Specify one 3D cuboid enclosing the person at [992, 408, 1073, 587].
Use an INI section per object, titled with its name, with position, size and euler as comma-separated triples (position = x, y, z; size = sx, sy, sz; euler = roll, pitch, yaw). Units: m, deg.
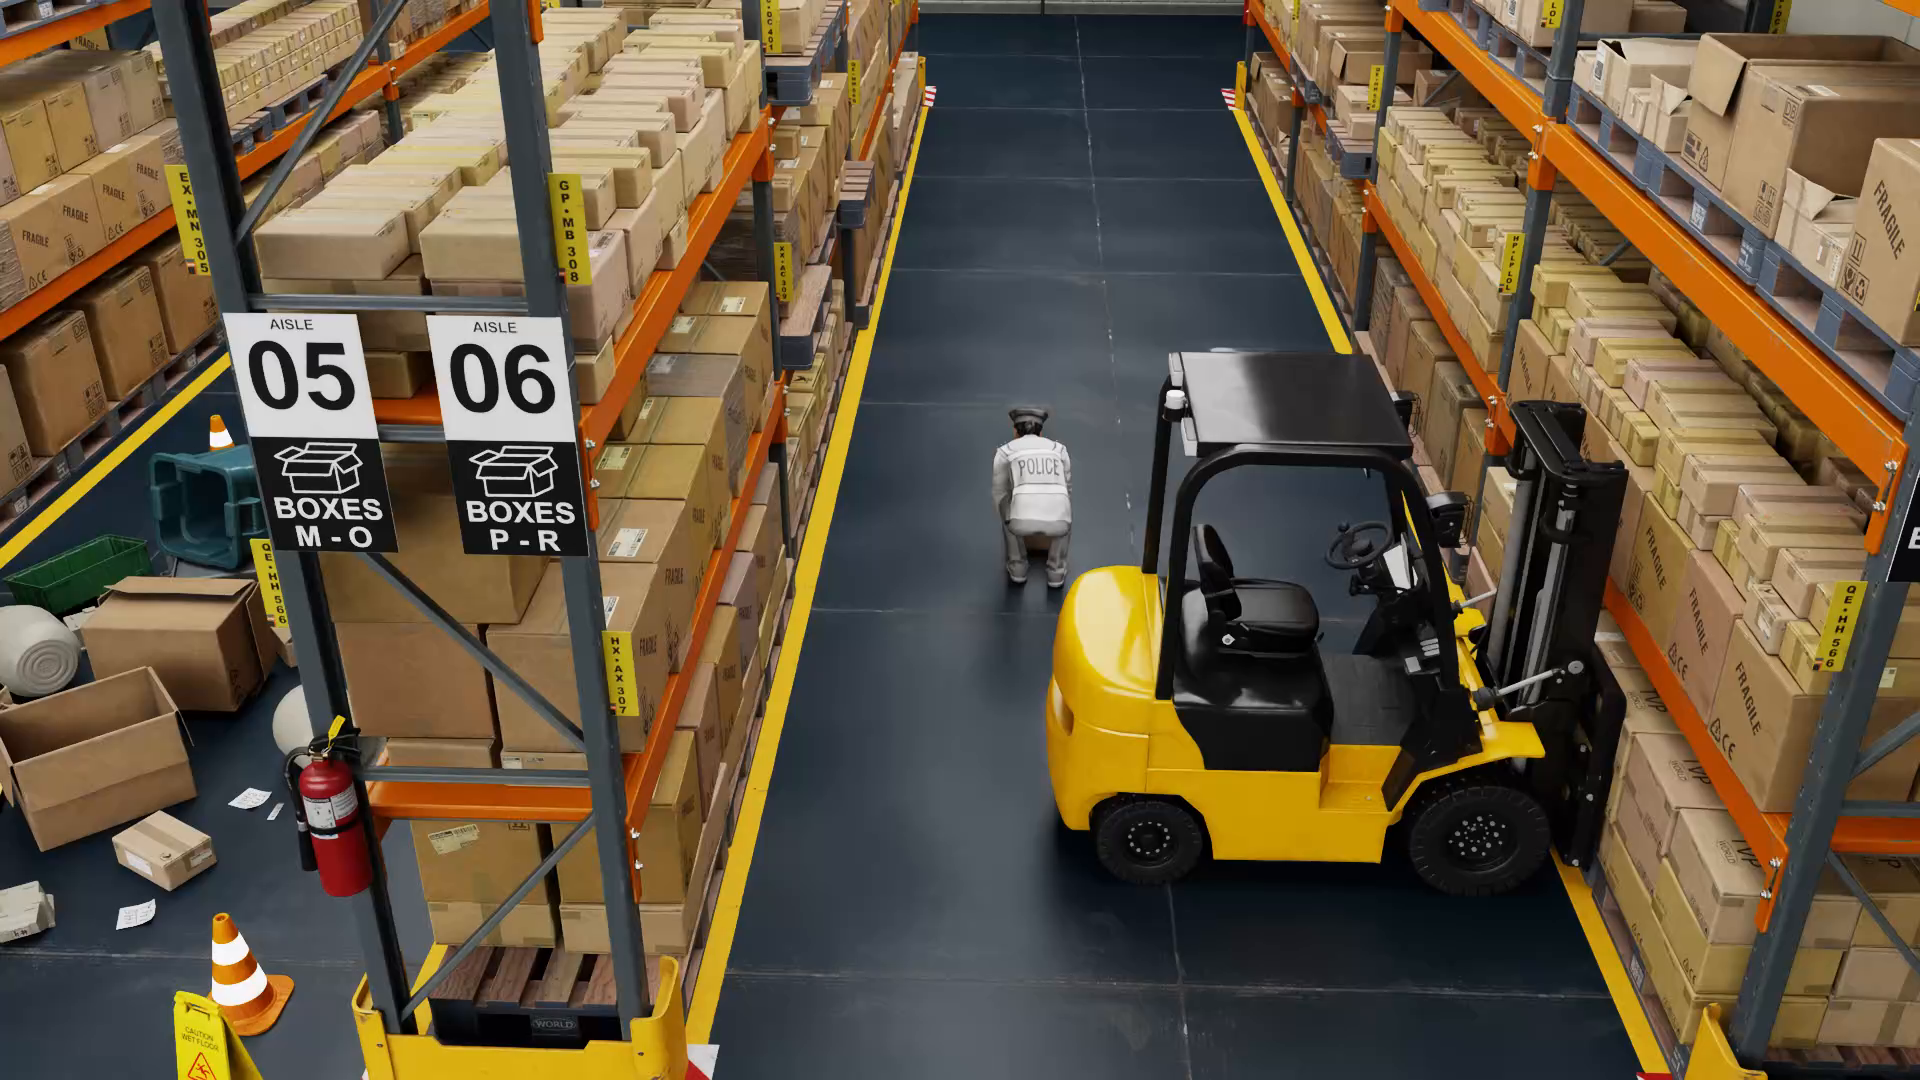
[person]
position = 0.431, -0.249, 9.857
size = 0.491, 0.946, 0.850
euler = 1, 28, 2
